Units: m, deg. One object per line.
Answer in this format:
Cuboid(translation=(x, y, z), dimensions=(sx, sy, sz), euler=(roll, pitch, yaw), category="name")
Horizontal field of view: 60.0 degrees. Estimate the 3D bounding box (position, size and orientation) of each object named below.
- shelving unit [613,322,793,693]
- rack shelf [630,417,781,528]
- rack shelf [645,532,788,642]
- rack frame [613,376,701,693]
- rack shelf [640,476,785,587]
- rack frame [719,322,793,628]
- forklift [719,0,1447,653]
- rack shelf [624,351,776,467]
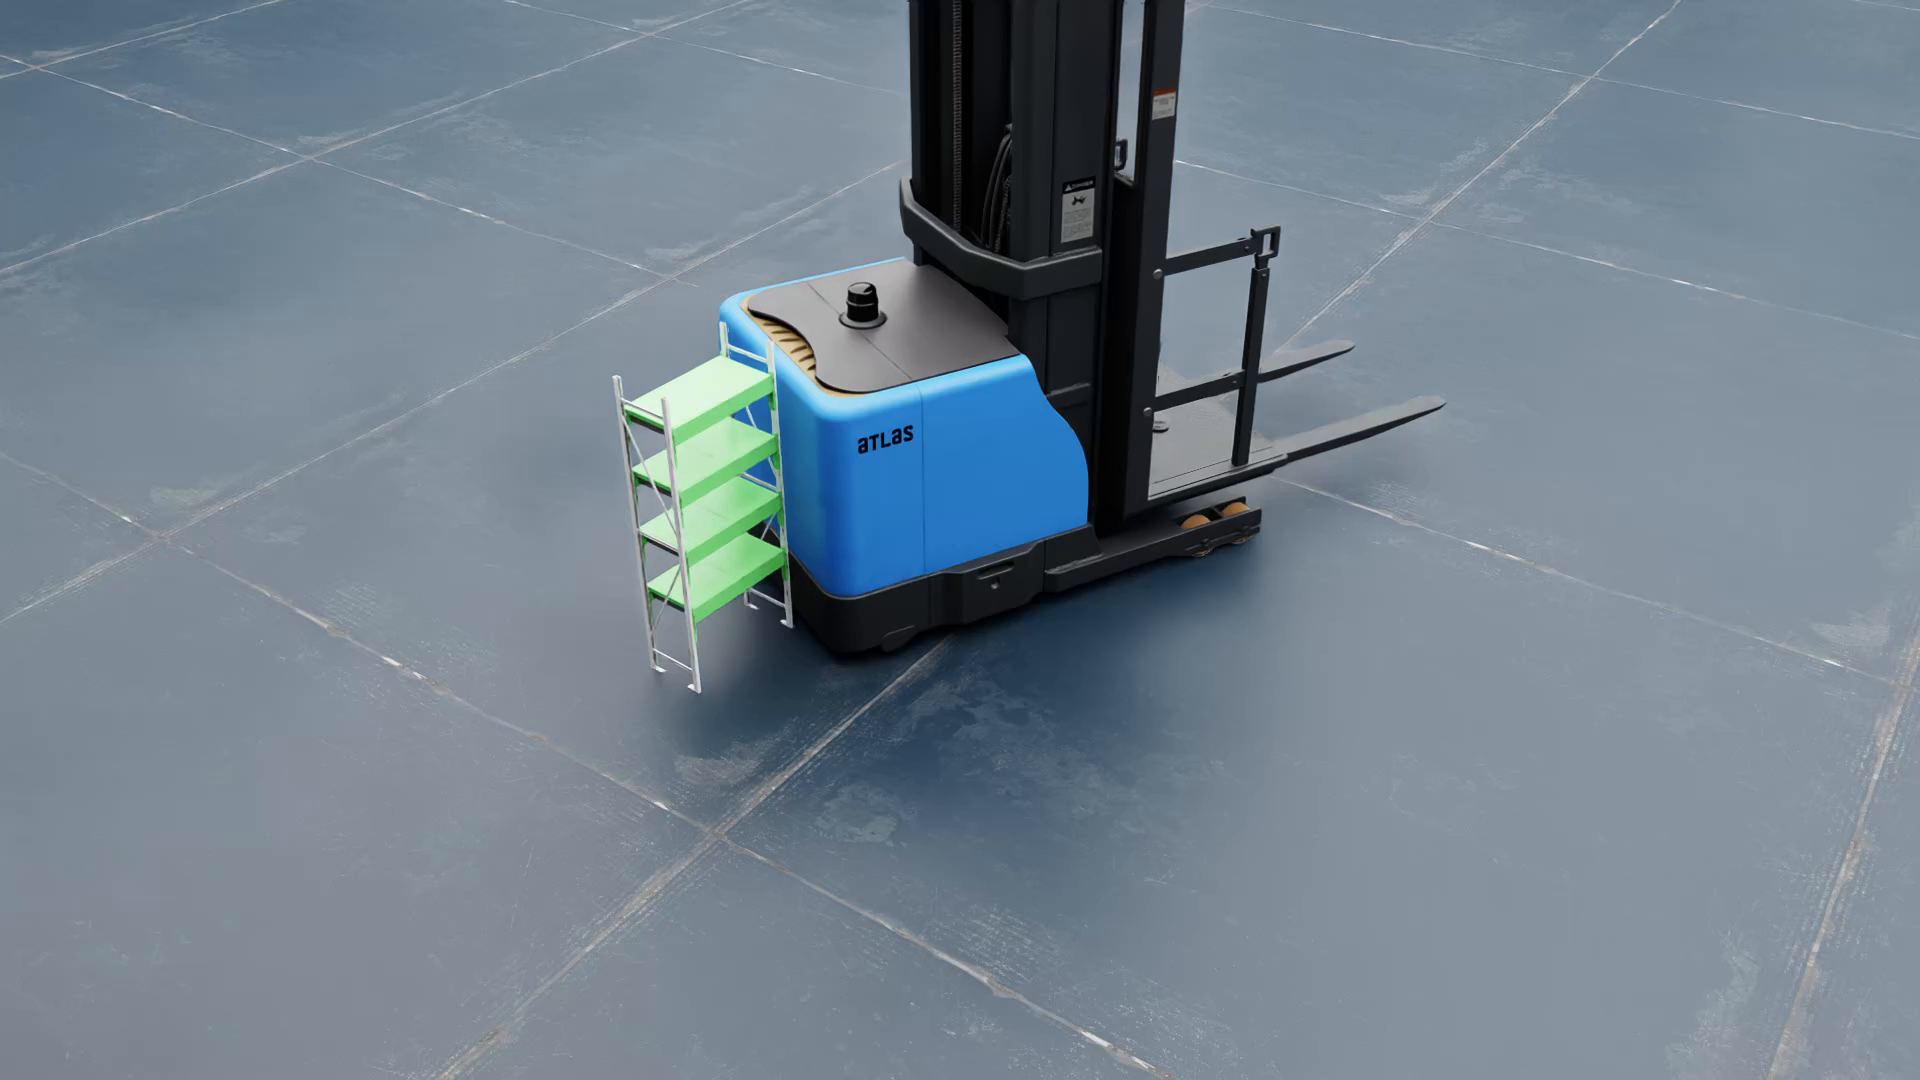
Cuboid(translation=(-0.877, -0.101, 5.829), dimensions=(0.258, 1.200, 0.503), euler=(23, 40, 30), category="shelving unit")
Cuboid(translation=(-0.877, -0.247, 5.730), dimensions=(0.258, 0.148, 0.480), euler=(23, 40, 30), category="rack shelf")
Cuboid(translation=(-0.877, 0.150, 5.999), dimensions=(0.258, 0.148, 0.480), euler=(23, 40, 30), category="rack shelf")
Cuboid(translation=(-1.026, 0.007, 5.669), dimensions=(0.240, 1.200, 0.015), euler=(23, 40, 30), category="rack frame")
Cuboid(translation=(-0.877, -0.048, 5.865), dimensions=(0.258, 0.148, 0.480), euler=(23, 40, 30), category="rack shelf")
Cuboid(translation=(-0.728, -0.210, 5.989), dimensions=(0.240, 1.200, 0.015), euler=(23, 40, 30), category="rack frame")
Cuboid(translation=(0.634, -1.388, 6.186), dimensions=(3.031, 2.935, 1.130), euler=(-17, 38, -23), category="forklift")
Cuboid(translation=(-0.877, -0.446, 5.596), dimensions=(0.258, 0.148, 0.480), euler=(23, 40, 30), category="rack shelf")
